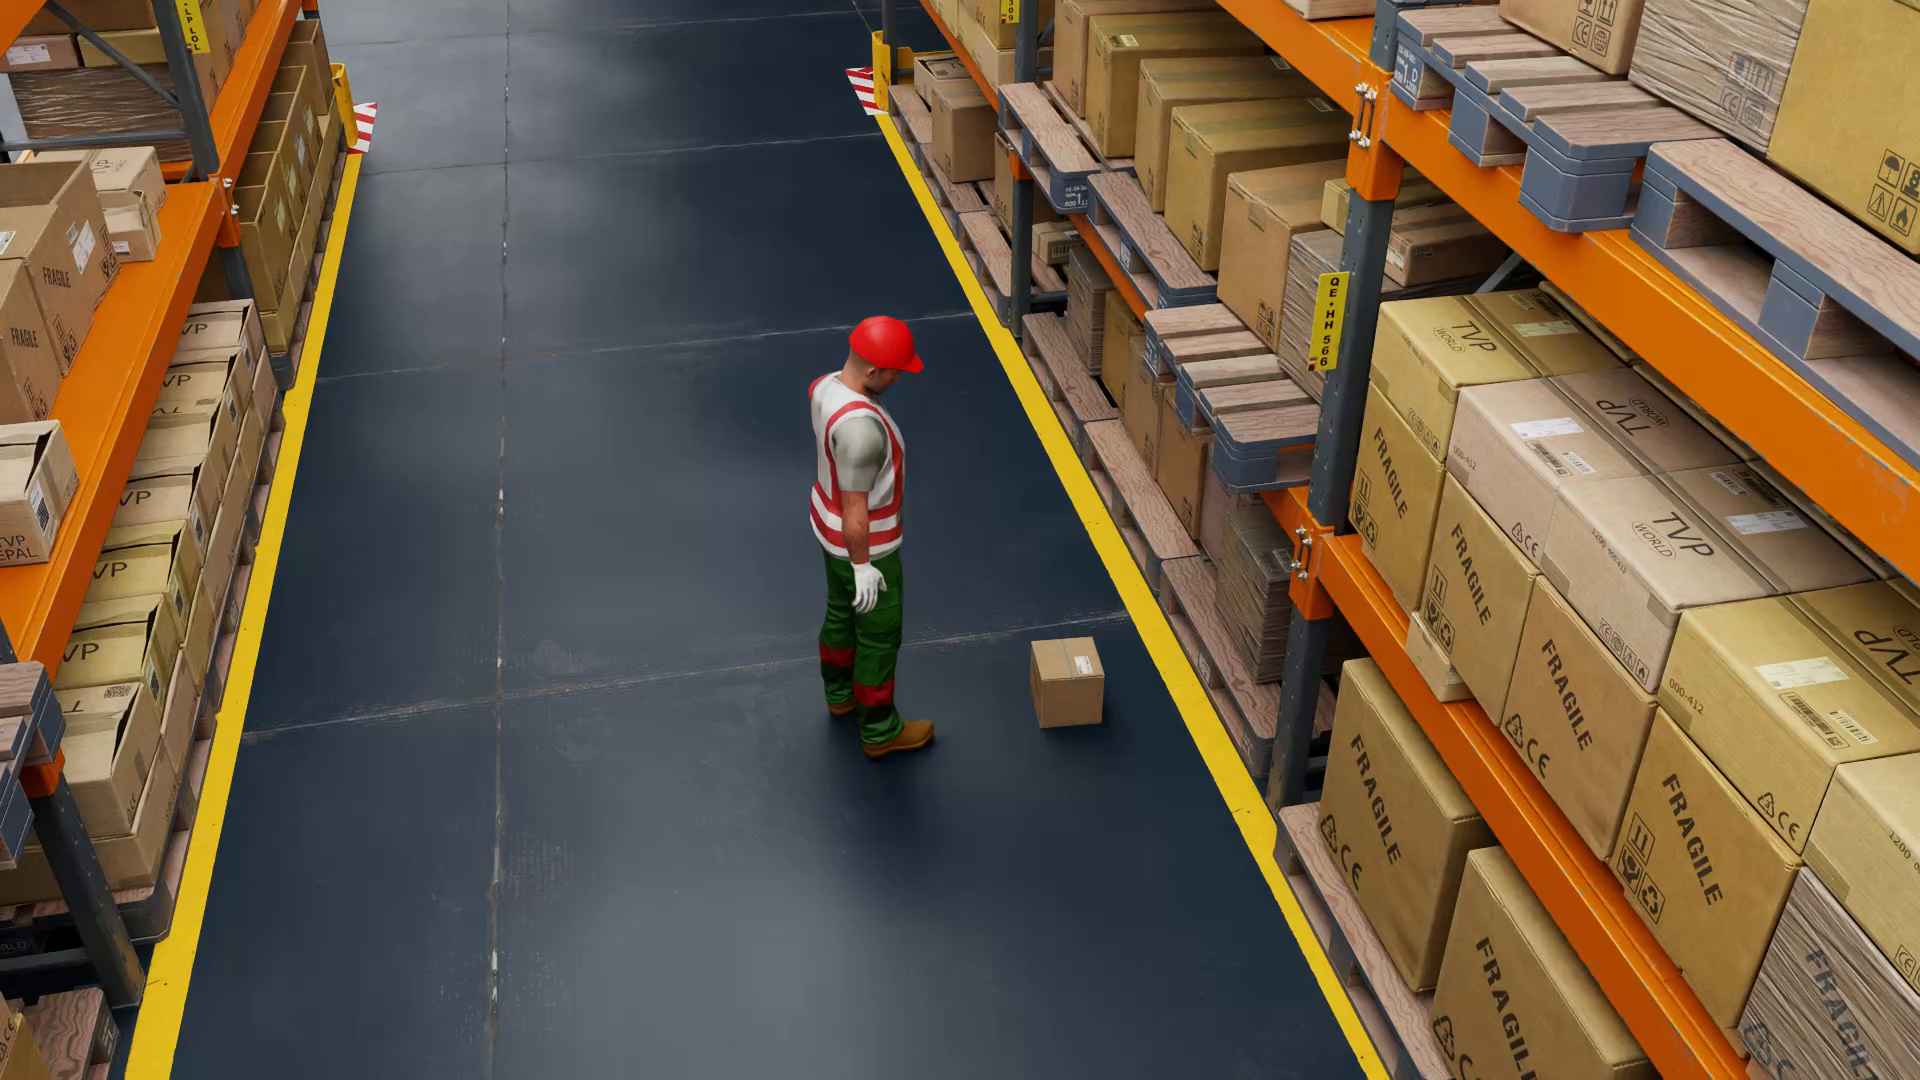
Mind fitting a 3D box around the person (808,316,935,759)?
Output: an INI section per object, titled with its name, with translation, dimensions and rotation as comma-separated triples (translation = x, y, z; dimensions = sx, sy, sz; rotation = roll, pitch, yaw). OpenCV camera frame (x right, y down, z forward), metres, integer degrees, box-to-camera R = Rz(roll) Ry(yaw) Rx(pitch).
[person]
translation = -0.330, -0.013, 6.114
dimensions = 0.417, 1.771, 0.593
rotation = -11, 35, -15
